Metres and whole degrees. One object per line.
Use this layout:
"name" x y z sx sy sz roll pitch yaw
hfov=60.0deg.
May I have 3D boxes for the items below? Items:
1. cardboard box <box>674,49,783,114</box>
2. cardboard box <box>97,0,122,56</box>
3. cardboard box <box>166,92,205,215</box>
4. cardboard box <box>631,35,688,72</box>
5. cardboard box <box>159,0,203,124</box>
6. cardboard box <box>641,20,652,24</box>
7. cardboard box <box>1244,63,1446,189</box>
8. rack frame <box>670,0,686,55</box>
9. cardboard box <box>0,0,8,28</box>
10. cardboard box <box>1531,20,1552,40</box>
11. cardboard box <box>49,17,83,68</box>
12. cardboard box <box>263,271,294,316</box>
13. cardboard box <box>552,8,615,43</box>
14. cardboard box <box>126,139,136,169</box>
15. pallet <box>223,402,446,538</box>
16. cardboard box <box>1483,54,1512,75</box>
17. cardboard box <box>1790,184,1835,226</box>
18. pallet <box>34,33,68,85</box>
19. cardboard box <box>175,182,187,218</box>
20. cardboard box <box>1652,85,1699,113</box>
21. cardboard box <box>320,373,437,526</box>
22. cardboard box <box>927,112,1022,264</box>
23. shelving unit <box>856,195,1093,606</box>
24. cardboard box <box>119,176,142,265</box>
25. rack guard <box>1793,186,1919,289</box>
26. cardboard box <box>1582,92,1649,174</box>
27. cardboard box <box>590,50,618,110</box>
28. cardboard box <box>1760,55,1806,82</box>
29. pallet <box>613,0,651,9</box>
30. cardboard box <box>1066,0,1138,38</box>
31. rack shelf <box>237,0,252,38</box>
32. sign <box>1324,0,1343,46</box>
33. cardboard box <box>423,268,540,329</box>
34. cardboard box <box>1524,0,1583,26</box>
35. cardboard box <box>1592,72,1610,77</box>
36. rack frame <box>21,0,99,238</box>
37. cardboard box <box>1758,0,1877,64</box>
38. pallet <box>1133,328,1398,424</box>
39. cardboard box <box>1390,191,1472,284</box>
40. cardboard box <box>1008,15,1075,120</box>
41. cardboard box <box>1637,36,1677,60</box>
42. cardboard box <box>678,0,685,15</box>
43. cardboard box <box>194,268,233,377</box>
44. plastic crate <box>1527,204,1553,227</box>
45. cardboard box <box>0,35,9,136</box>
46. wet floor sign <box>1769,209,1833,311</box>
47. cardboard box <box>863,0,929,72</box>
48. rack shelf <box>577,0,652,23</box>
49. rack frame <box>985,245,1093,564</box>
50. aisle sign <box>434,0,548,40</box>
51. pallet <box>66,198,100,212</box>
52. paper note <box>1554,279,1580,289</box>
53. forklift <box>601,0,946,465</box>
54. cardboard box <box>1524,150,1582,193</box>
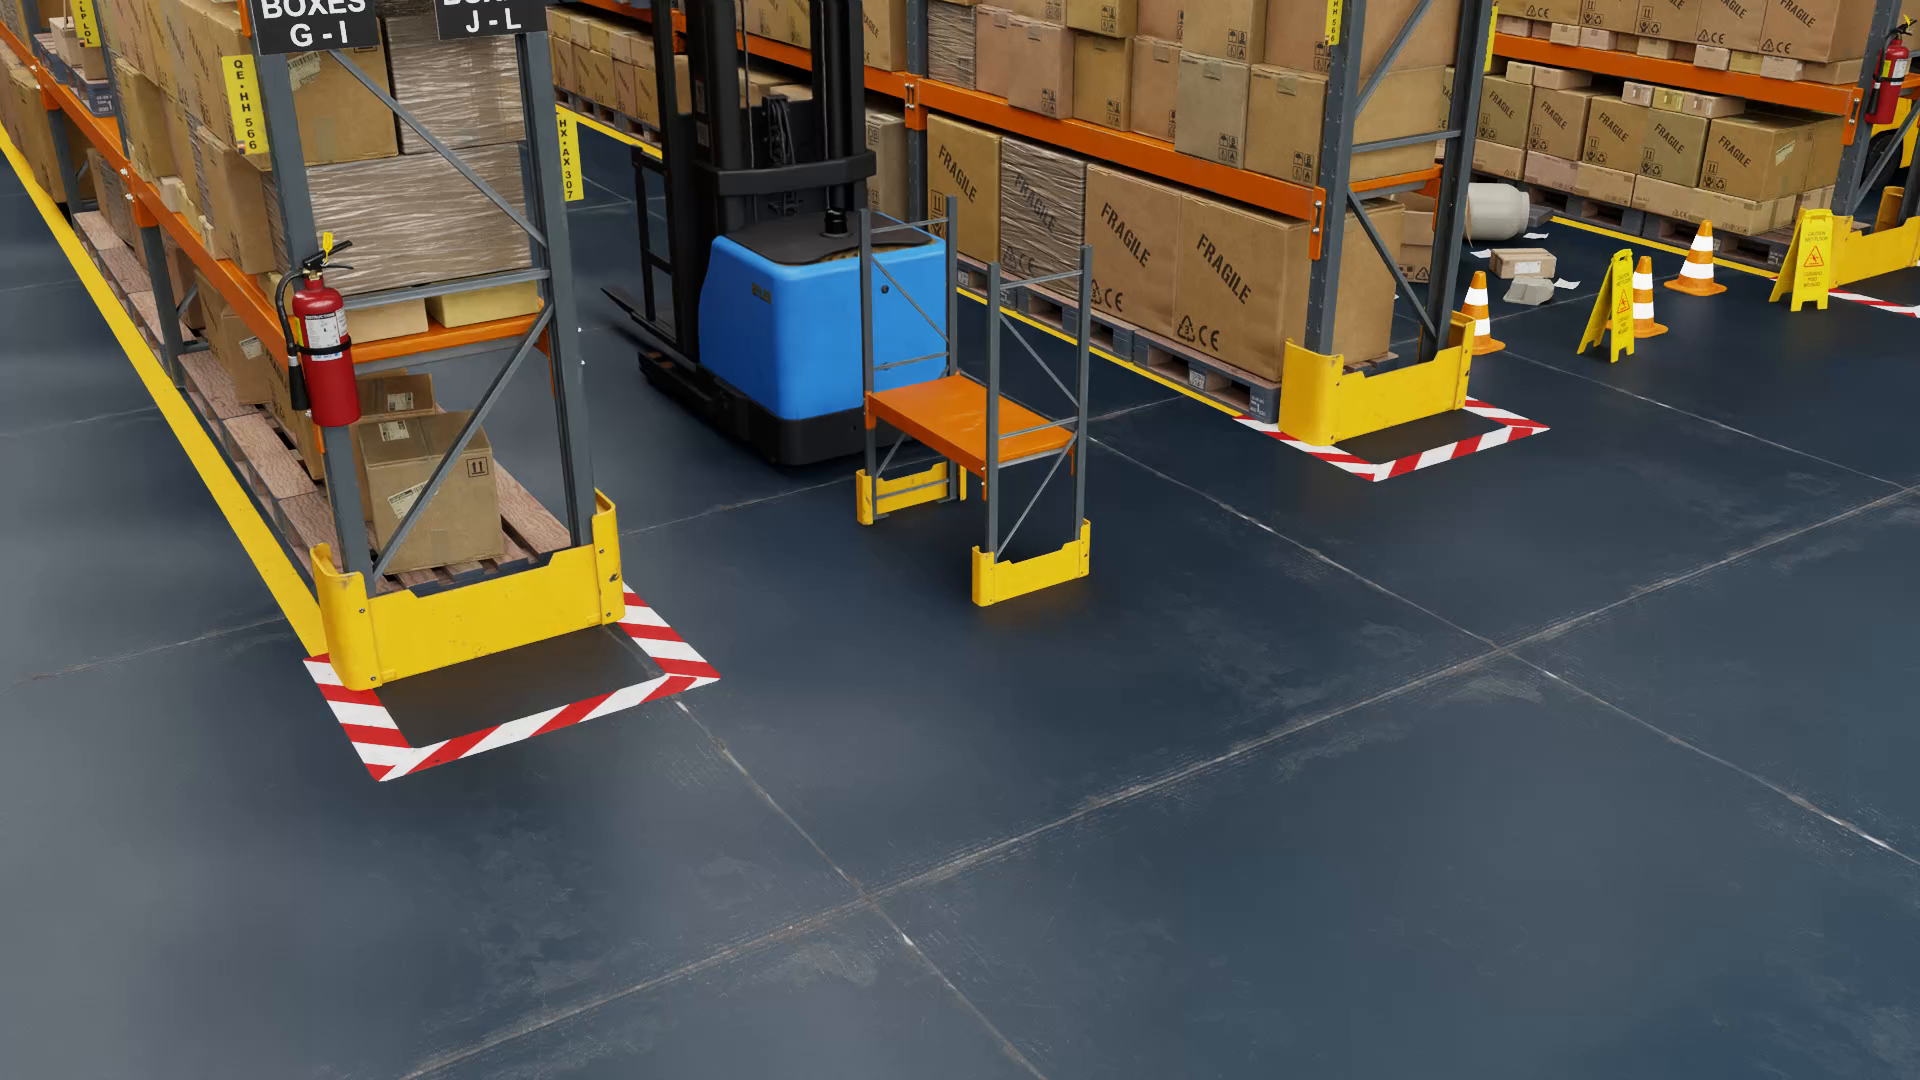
"cardboard box" -1.840 -3.841 14.517 1.050 0.750 0.750 -16 30 -30
"cardboard box" -4.091 -2.769 8.465 0.500 0.500 0.500 -16 29 -30
"cardboard box" -3.091 -1.831 7.649 0.875 0.500 0.500 -16 29 -30
"cardboard box" -2.690 -4.490 15.305 0.500 0.250 0.500 -16 30 -31
"cardboard box" -2.996 -2.054 6.951 0.500 0.500 0.500 -16 29 -30
"cardboard box" -2.807 -4.971 16.324 0.500 0.250 0.500 -15 29 -29
"cardboard box" 2.030 -2.236 8.798 0.875 0.550 0.550 -16 29 -30
"rack frame" -2.097 -4.908 14.632 1.000 3.000 0.127 -16 29 -30
"cardboard box" -7.615 -4.499 13.649 0.500 0.500 0.500 -15 29 -29
"cardboard box" 4.712 -4.015 13.035 0.380 0.149 0.250 -16 29 -30
"cardboard box" -5.586 -3.257 10.819 0.500 0.250 0.500 -16 30 -31
"cardboard box" -2.585 -1.034 6.720 0.380 0.149 0.250 -16 29 -30
"cardboard box" -3.806 -5.221 16.854 0.500 0.250 0.500 -15 29 -28
"cardboard box" -4.259 -2.097 8.972 0.380 0.149 0.250 -16 29 -30
"pallet" -3.058 -0.427 8.408 1.003 0.211 1.213 -16 29 -30
"cardboard box" 4.293 -3.913 13.616 0.380 0.149 0.250 -15 29 -29
"cardboard box" 6.154 -2.535 12.336 0.500 0.250 0.500 -16 30 -30
"pallet" -5.829 -3.471 11.814 1.213 0.211 1.003 -16 29 -30
"cardboard box" -3.556 -1.655 8.037 0.380 0.149 0.250 -16 29 -30
"cardboard box" 5.315 -3.247 12.205 0.380 0.149 0.250 -15 29 -29
"cardboard box" -2.622 -0.419 7.560 0.500 0.500 0.500 -8 26 -16
"cardboard box" 0.371 -2.465 11.454 0.875 0.875 0.875 -15 29 -29
"shelving unit" 0.042 -0.651 7.372 0.587 1.500 1.083 -16 29 -30
"cardboard box" -5.296 -2.225 11.362 0.700 0.500 0.500 -13 28 -25
"rack guard" 6.321 -2.133 11.682 1.175 0.500 0.348 -16 29 -30
"cardboard box" 5.149 -3.115 12.686 0.500 0.500 0.500 -16 30 -31
"cardboard box" -3.258 -4.514 16.234 0.500 0.500 0.500 -17 30 -32
"cardboard box" 5.748 -3.271 11.460 0.380 0.149 0.250 -16 30 -30
"pallet" -2.575 -5.051 15.161 1.213 0.211 1.003 -16 29 -30
"cardboard box" 1.133 -3.311 9.809 0.875 0.550 0.500 -16 29 -30
"rack shelf" -3.032 -2.673 7.228 1.077 0.370 4.000 -16 29 -30
"sign" 1.808 -2.555 8.016 0.100 0.325 0.005 -16 29 -30
"cardboard box" -1.896 -0.970 6.586 0.380 0.149 0.250 -16 29 -30
"cardboard box" 4.742 -4.267 12.810 0.500 0.500 0.500 -16 30 -30
"cardboard box" 5.006 -3.622 13.759 0.500 0.500 0.500 -15 29 -29
"rack frame" -6.308 -3.788 12.260 1.000 3.000 0.127 -16 29 -30
"cardboard box" 5.835 -3.546 11.281 0.500 0.500 0.500 -16 30 -30
"pallet" 1.768 -1.053 9.733 1.003 0.211 1.213 -16 29 -30
"cardboard box" 3.283 -2.145 11.705 0.637 0.503 0.797 7 26 15
"cardboard box" 0.814 -3.004 10.423 0.875 0.550 0.550 -16 29 -30
"cardboard box" 5.222 -3.647 12.257 0.380 0.149 0.250 -16 30 -30
"cardboard box" -2.078 -4.729 14.137 0.500 0.500 0.500 -15 29 -29
"cardboard box" -3.939 -1.264 9.351 0.500 0.500 0.500 -17 30 -31
"plastic crate" 4.349 -2.594 13.151 0.583 0.080 0.402 18 31 33
"cardboard box" -8.125 -4.223 15.180 1.225 0.875 0.875 -15 29 -29
"wet floor sign" 5.570 -1.854 10.922 0.267 0.644 0.232 -6 26 -12
"cardboard box" -0.422 -3.647 11.844 0.500 0.500 0.500 -16 29 -30
"rack shelf" -3.189 -5.298 16.301 1.077 0.370 4.000 -16 29 -30
"rack frame" 0.324 -0.466 6.980 0.500 1.500 0.032 -16 29 -30
"aisle sign" -1.655 -2.150 5.745 0.394 0.787 0.004 -16 29 -30
"pallet" -6.675 -2.826 13.490 1.003 0.211 1.213 -16 29 -30
"paper note" 4.179 -1.768 11.458 0.142 0.019 0.148 18 31 33
"forklift" -1.222 -2.285 9.158 1.130 2.935 3.031 -15 29 -29
"cardboard box" 4.868 -2.962 13.239 0.500 0.250 0.500 -16 30 -30
